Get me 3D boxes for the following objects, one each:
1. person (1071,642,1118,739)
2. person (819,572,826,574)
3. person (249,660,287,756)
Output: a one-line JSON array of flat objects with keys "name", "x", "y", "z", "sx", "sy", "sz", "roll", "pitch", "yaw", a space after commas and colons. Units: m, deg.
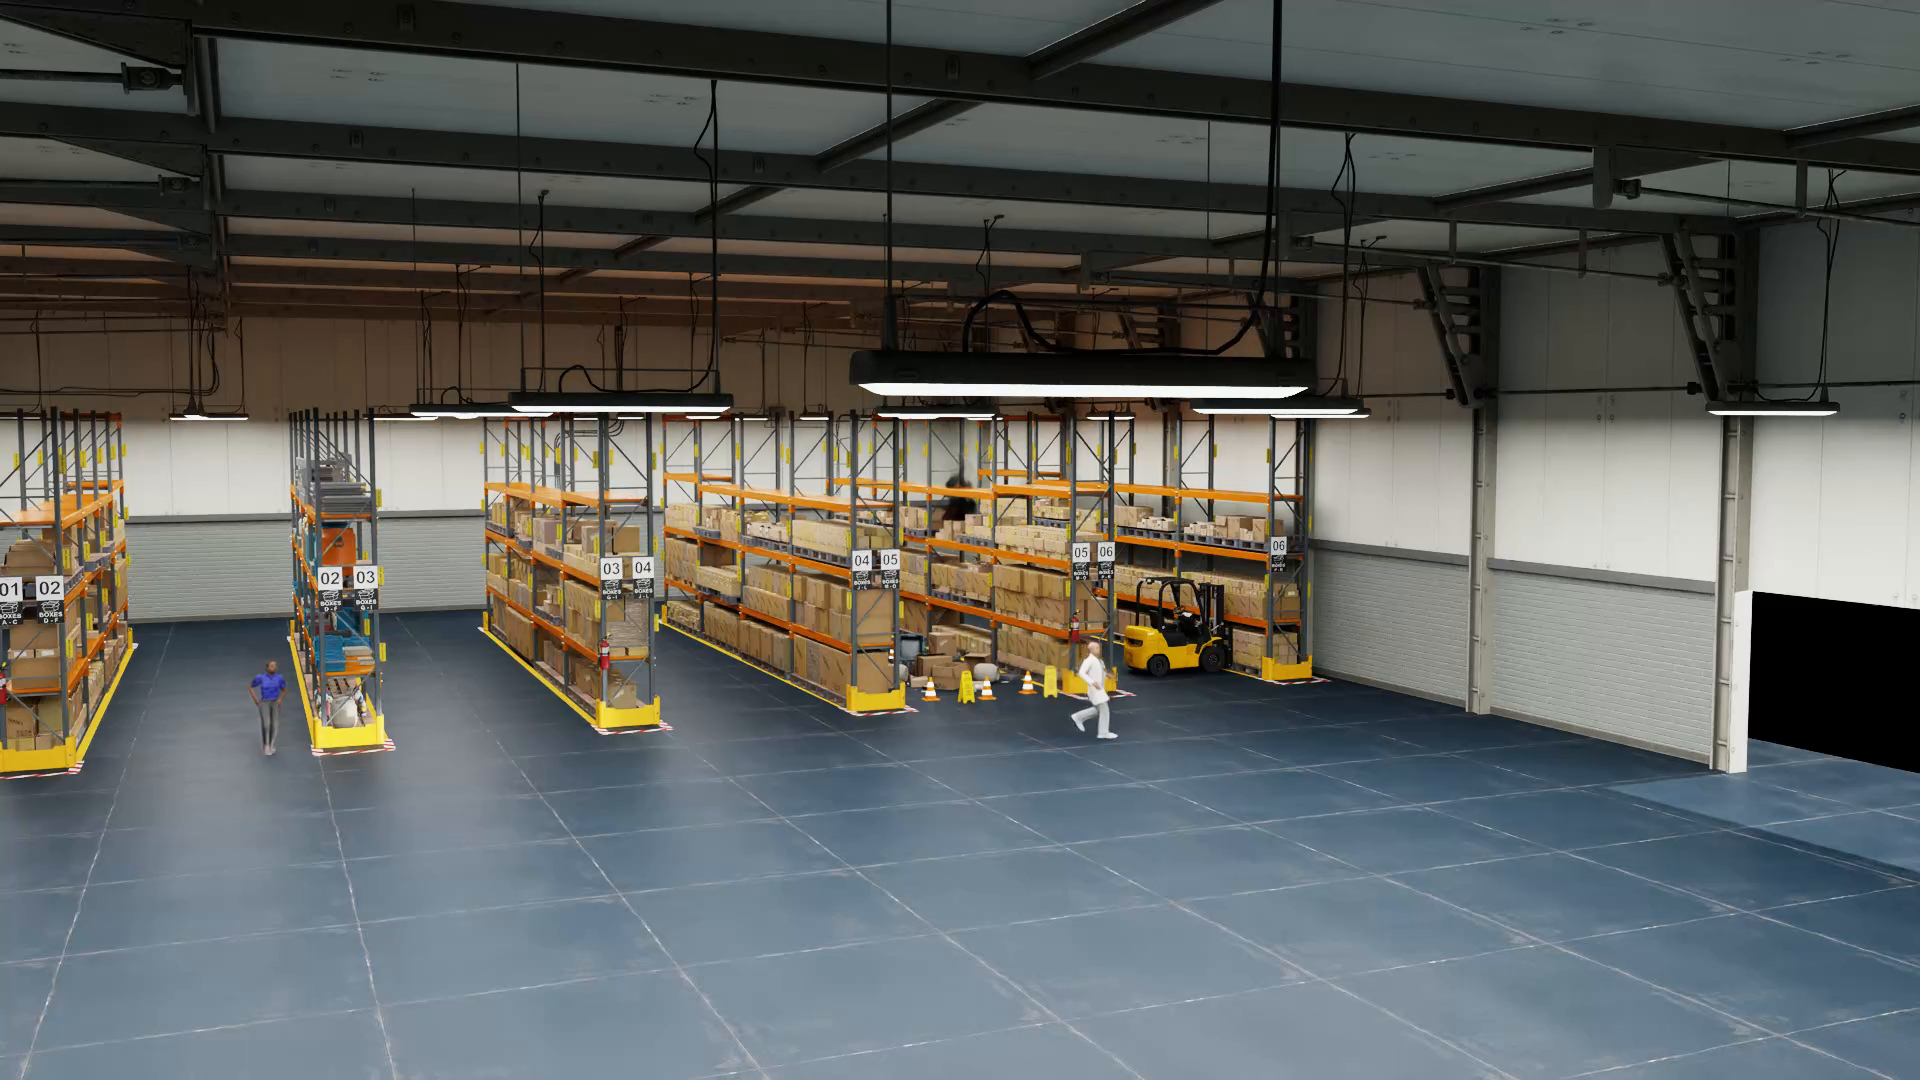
[{"name": "person", "x": 2.437, "y": 2.729, "z": 30.252, "sx": 0.917, "sy": 1.747, "sz": 0.720, "roll": 2, "pitch": 4, "yaw": 21}, {"name": "person", "x": -4.148, "y": 1.276, "z": 51.291, "sx": 0.930, "sy": 1.664, "sz": 0.699, "roll": 0, "pitch": 4, "yaw": 7}, {"name": "person", "x": -11.936, "y": 2.896, "z": 28.765, "sx": 0.589, "sy": 1.649, "sz": 0.642, "roll": -3, "pitch": 5, "yaw": -35}]
